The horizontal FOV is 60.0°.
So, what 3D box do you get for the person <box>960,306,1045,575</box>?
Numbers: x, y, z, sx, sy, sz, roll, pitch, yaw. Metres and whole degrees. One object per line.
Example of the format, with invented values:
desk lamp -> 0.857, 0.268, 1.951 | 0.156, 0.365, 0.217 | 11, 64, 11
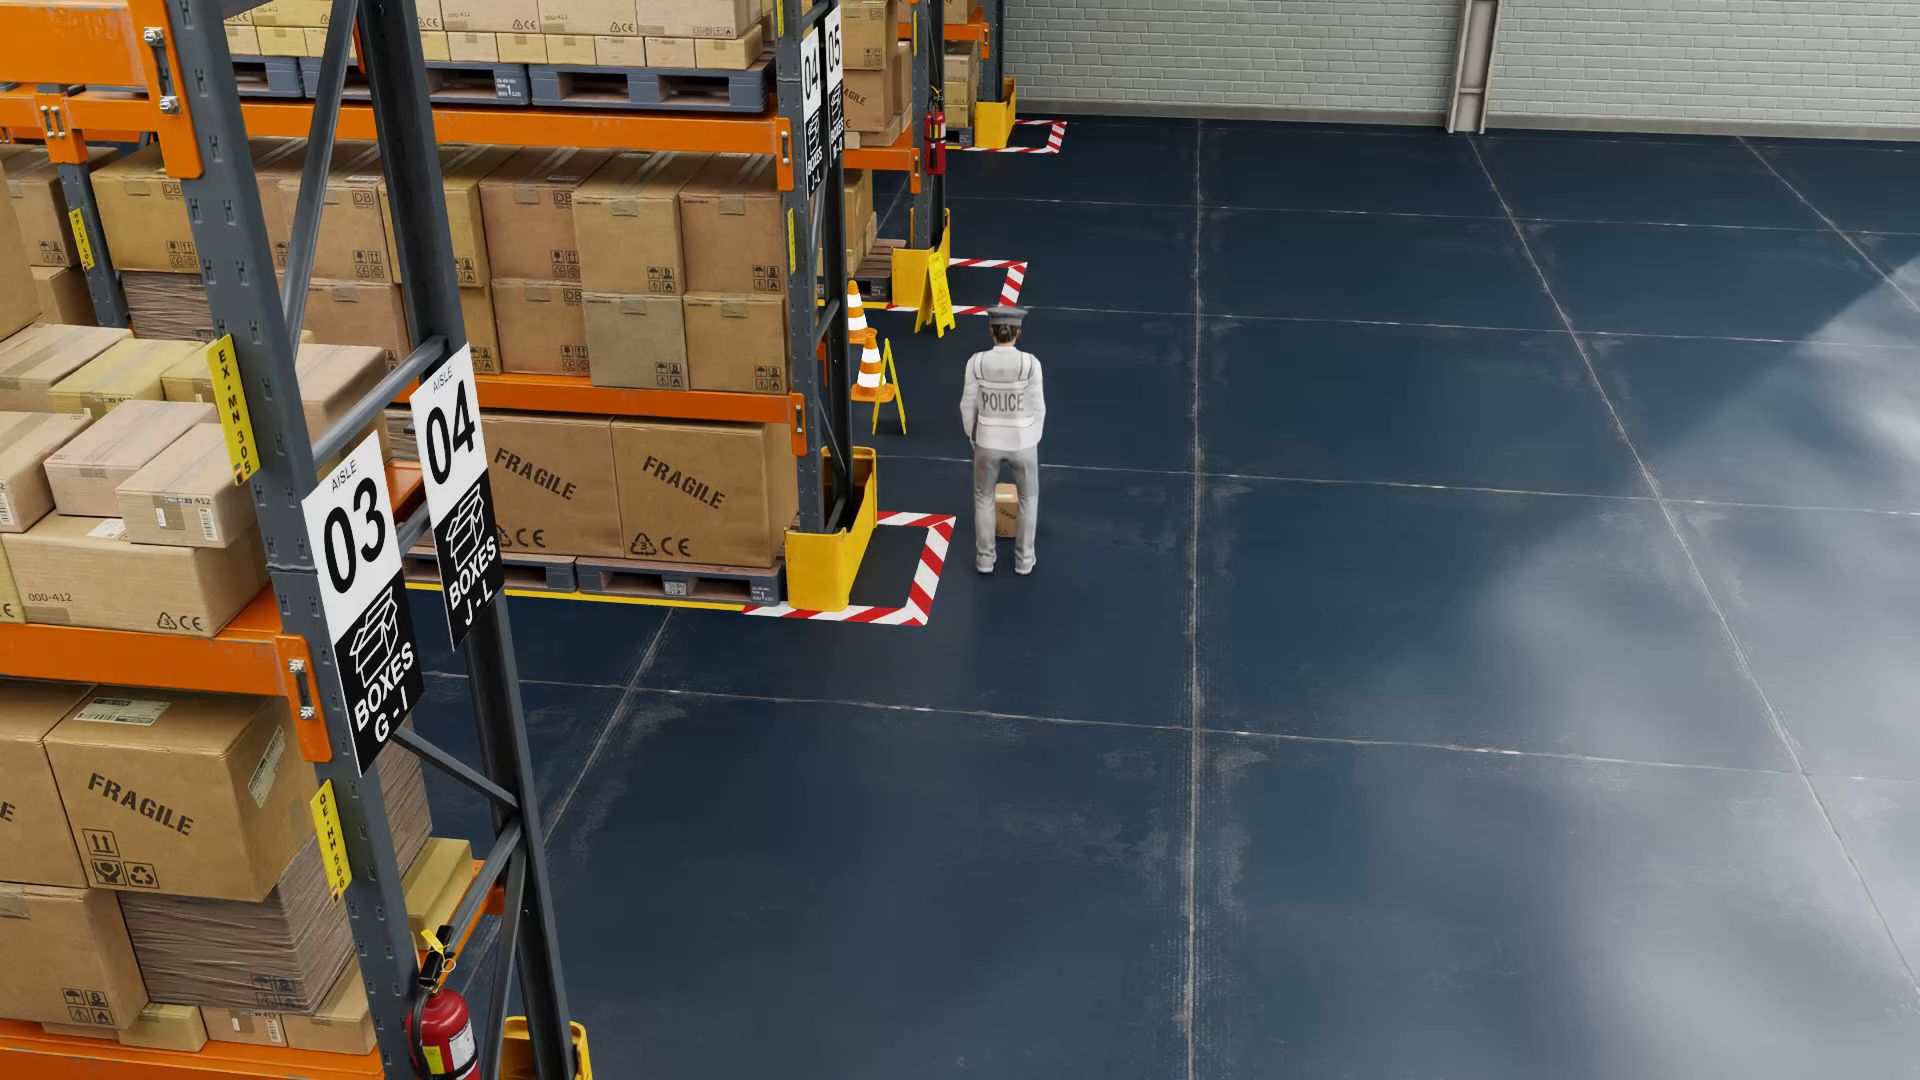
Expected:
person -> 0.249, -0.571, 9.716 | 0.496, 1.635, 0.428 | 4, 29, 7
